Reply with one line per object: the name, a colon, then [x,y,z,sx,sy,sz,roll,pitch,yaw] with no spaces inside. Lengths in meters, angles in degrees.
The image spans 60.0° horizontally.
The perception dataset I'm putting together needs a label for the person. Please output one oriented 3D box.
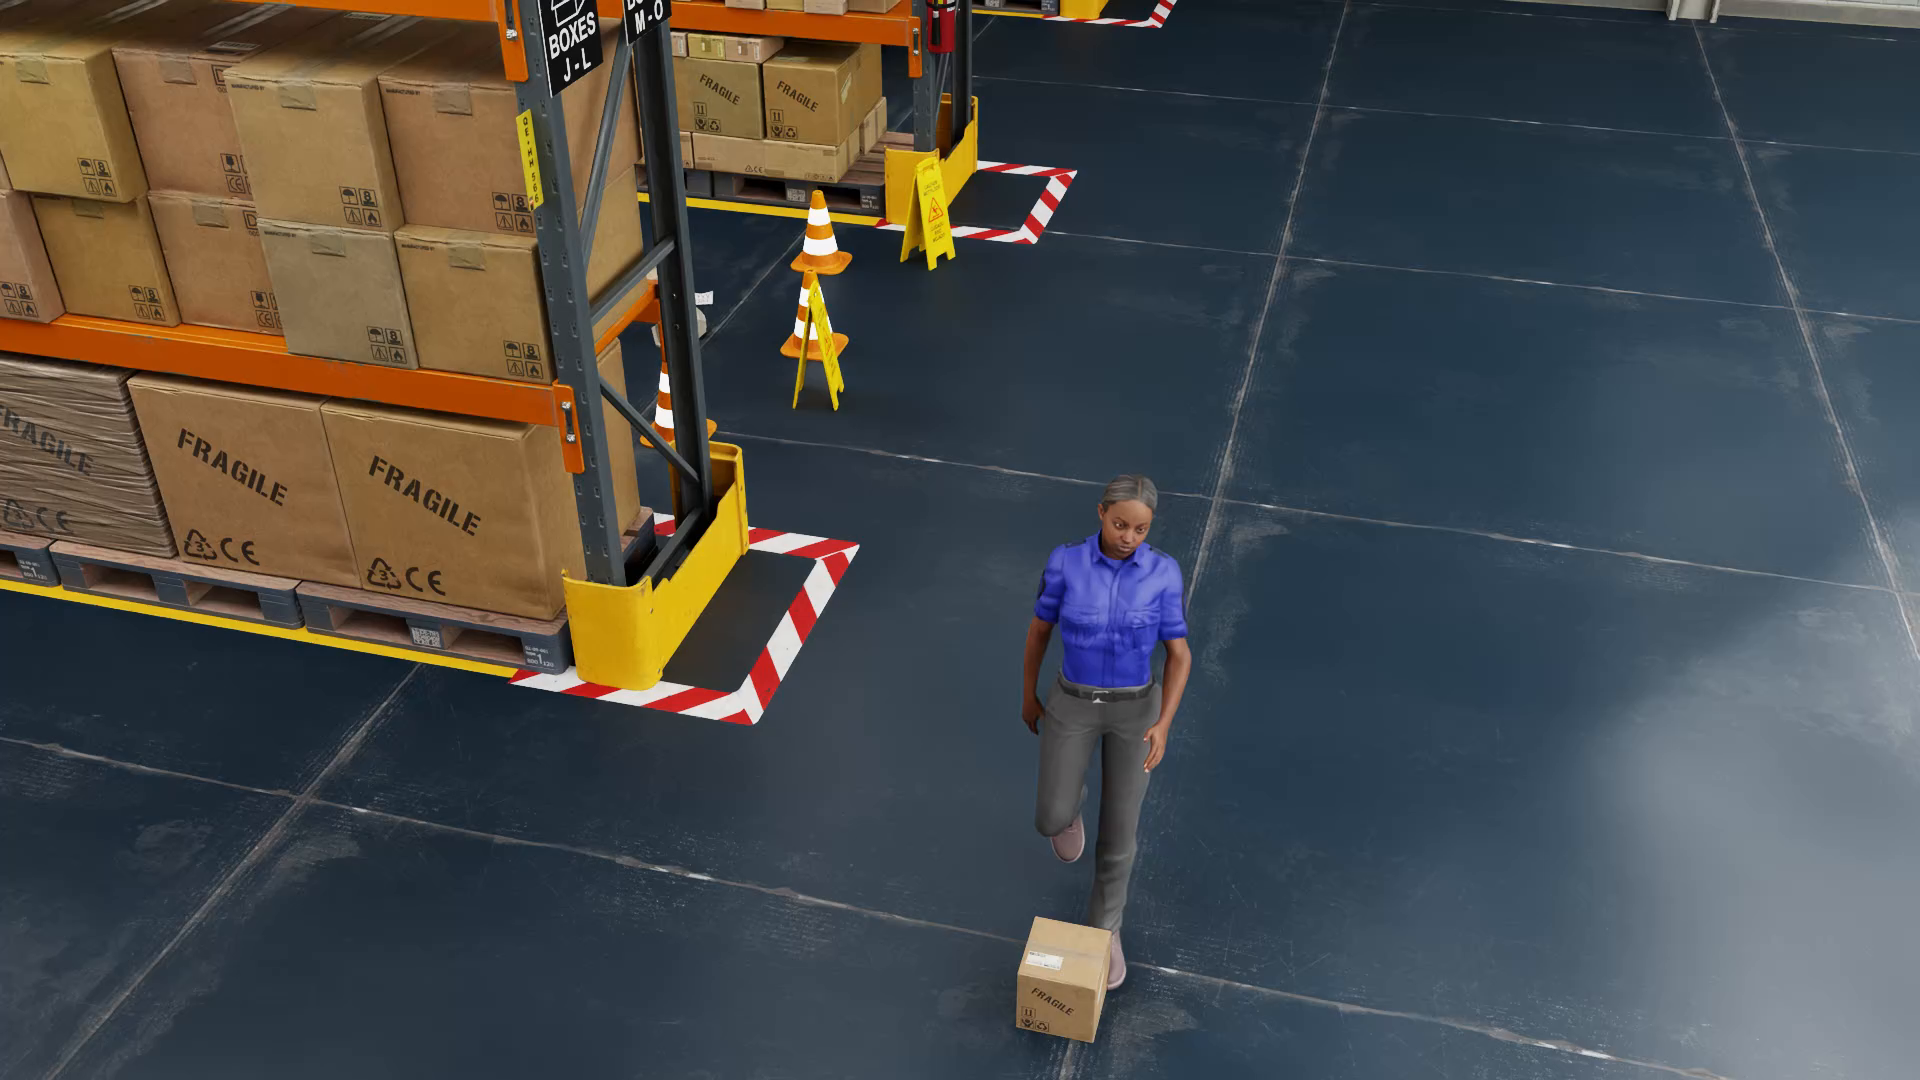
person: [0.453,0.586,5.253,0.525,1.609,0.743,2,33,4]
